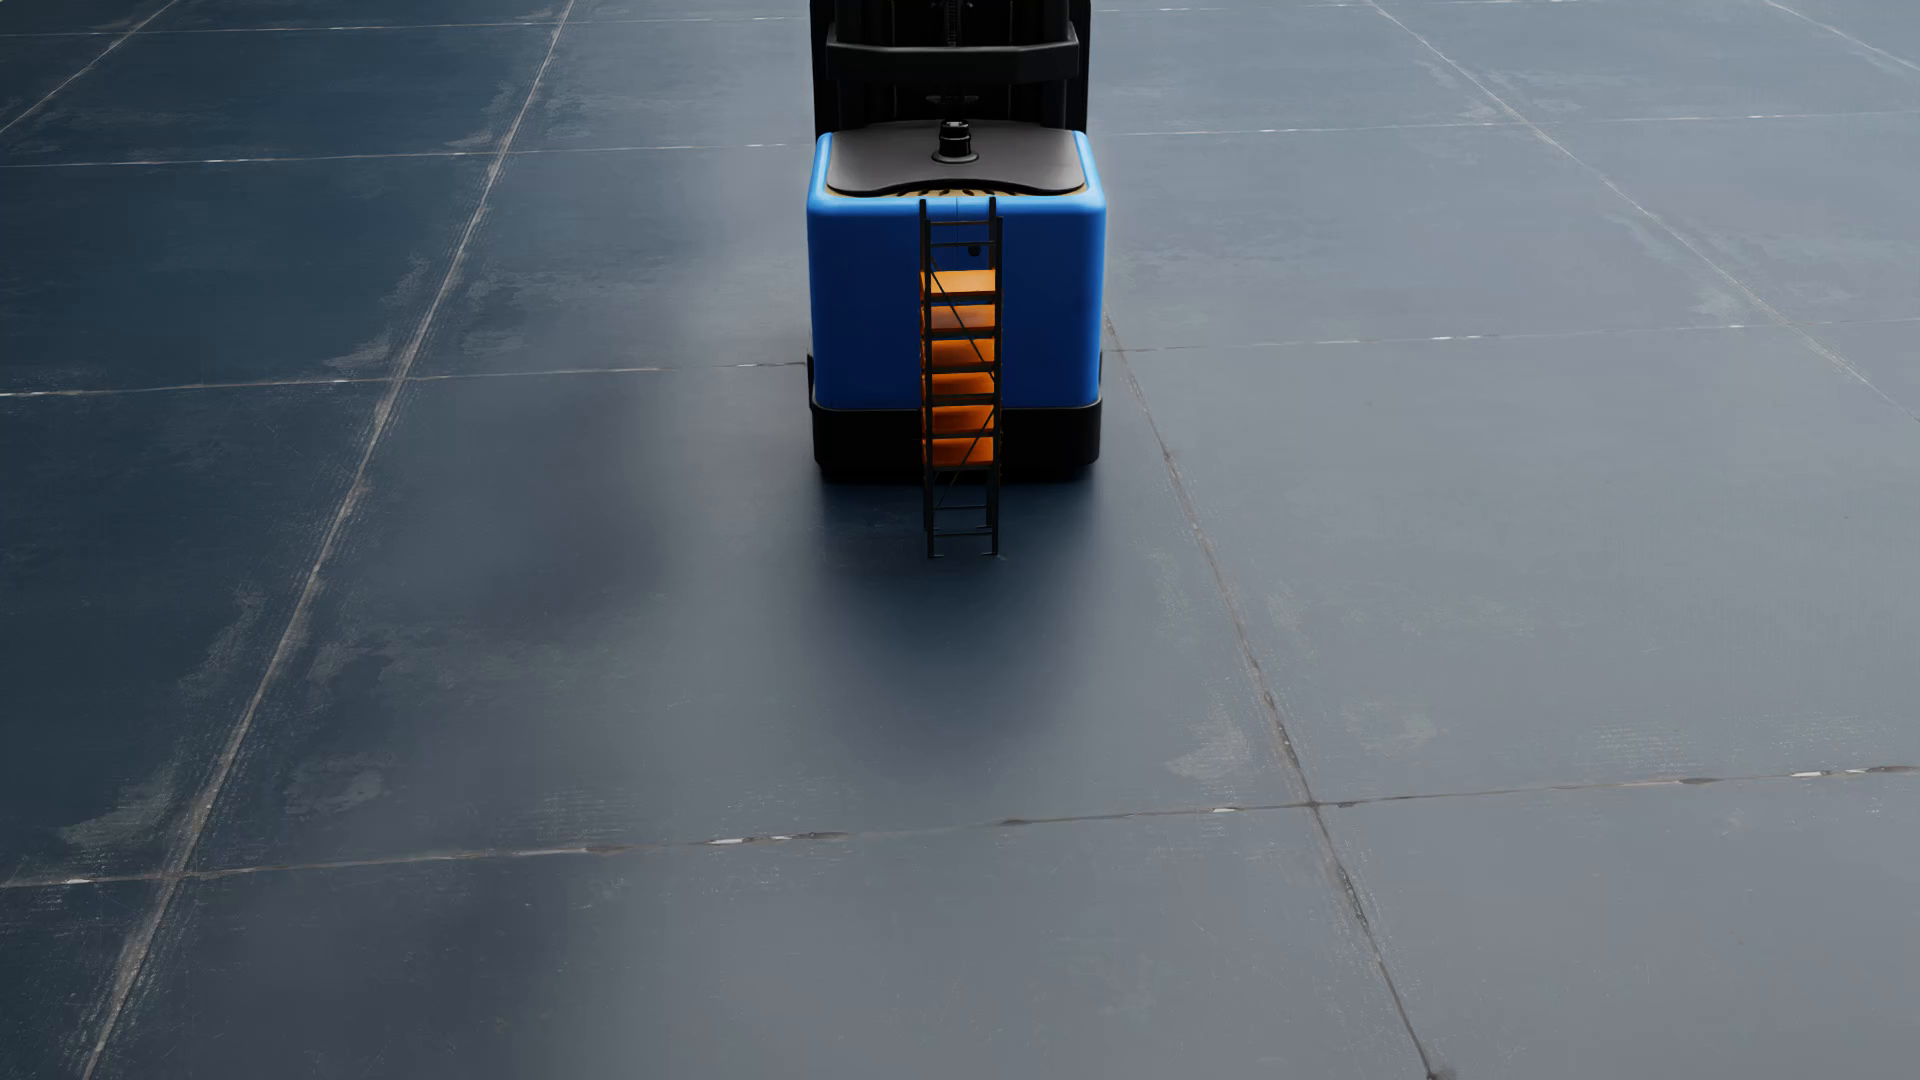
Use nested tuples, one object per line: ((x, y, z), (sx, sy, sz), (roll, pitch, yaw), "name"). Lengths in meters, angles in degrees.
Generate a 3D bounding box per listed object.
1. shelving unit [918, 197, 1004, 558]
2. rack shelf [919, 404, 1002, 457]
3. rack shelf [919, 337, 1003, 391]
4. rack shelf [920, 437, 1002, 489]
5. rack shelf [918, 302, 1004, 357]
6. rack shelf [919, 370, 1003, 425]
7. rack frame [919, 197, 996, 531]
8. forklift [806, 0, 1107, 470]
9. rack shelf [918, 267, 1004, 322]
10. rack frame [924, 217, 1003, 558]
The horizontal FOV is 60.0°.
((0.001, -0.508, 5.430), (0.258, 1.200, 0.189), (-3, 31, -5), "shelving unit")
((0.001, -0.367, 5.514), (0.258, 0.103, 0.180), (-3, 31, -5), "rack shelf")
((0.001, -0.573, 5.391), (0.258, 0.103, 0.180), (-3, 31, -5), "rack shelf")
((0.001, -0.264, 5.576), (0.258, 0.103, 0.180), (-3, 31, -5), "rack shelf")
((0.001, -0.676, 5.330), (0.258, 0.103, 0.180), (-3, 31, -5), "rack shelf")
((0.001, -0.470, 5.453), (0.258, 0.103, 0.180), (-3, 31, -5), "rack shelf")
((-0.007, -0.554, 5.508), (0.240, 1.200, 0.006), (-3, 31, -5), "rack frame")
((-0.043, -2.231, 6.627), (1.130, 2.935, 3.031), (-1, 31, -1), "forklift")
((0.001, -0.779, 5.268), (0.258, 0.103, 0.180), (-3, 31, -5), "rack shelf")
((0.010, -0.461, 5.352), (0.240, 1.200, 0.006), (-3, 31, -5), "rack frame")
